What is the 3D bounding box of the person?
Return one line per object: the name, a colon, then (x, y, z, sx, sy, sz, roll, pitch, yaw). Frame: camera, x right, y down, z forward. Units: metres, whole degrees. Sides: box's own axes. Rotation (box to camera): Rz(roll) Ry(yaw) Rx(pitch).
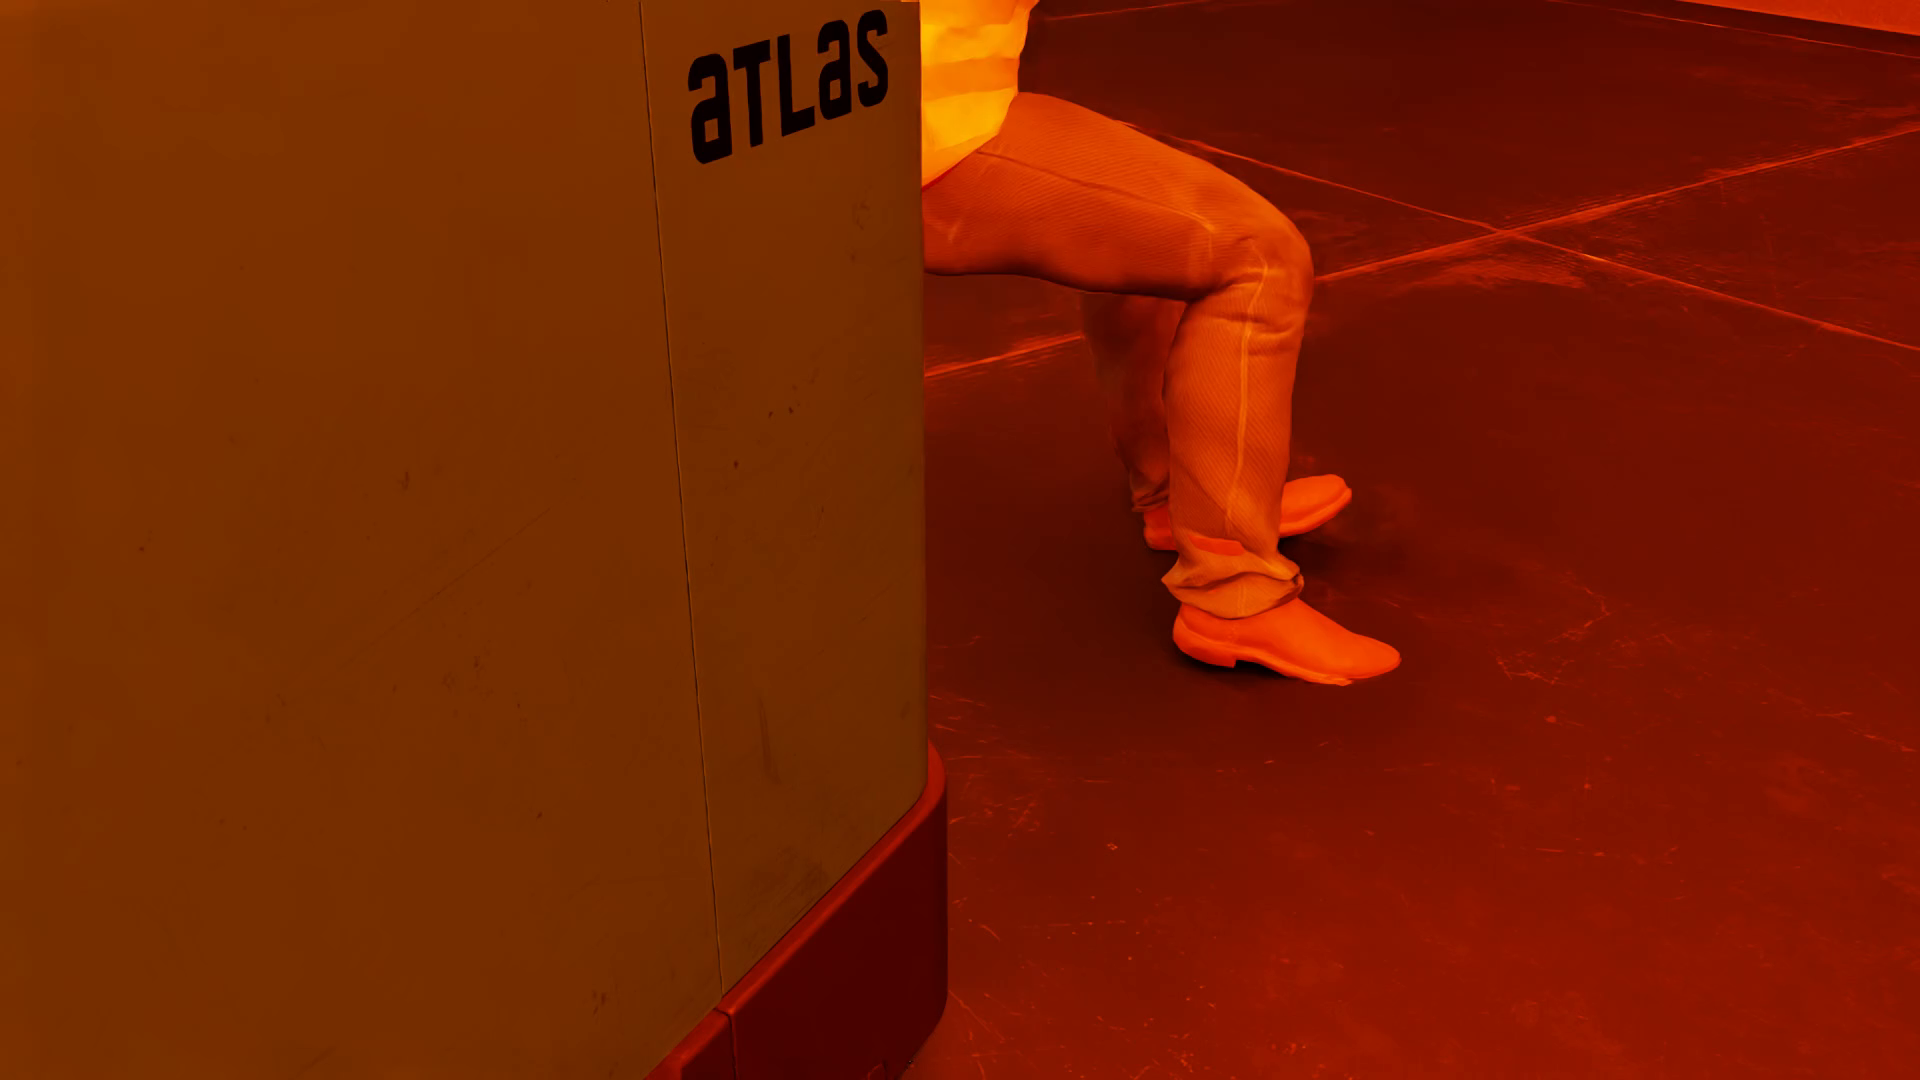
person: (0.037, -0.658, 2.269, 0.849, 1.438, 1.335, -14, 30, -25)
